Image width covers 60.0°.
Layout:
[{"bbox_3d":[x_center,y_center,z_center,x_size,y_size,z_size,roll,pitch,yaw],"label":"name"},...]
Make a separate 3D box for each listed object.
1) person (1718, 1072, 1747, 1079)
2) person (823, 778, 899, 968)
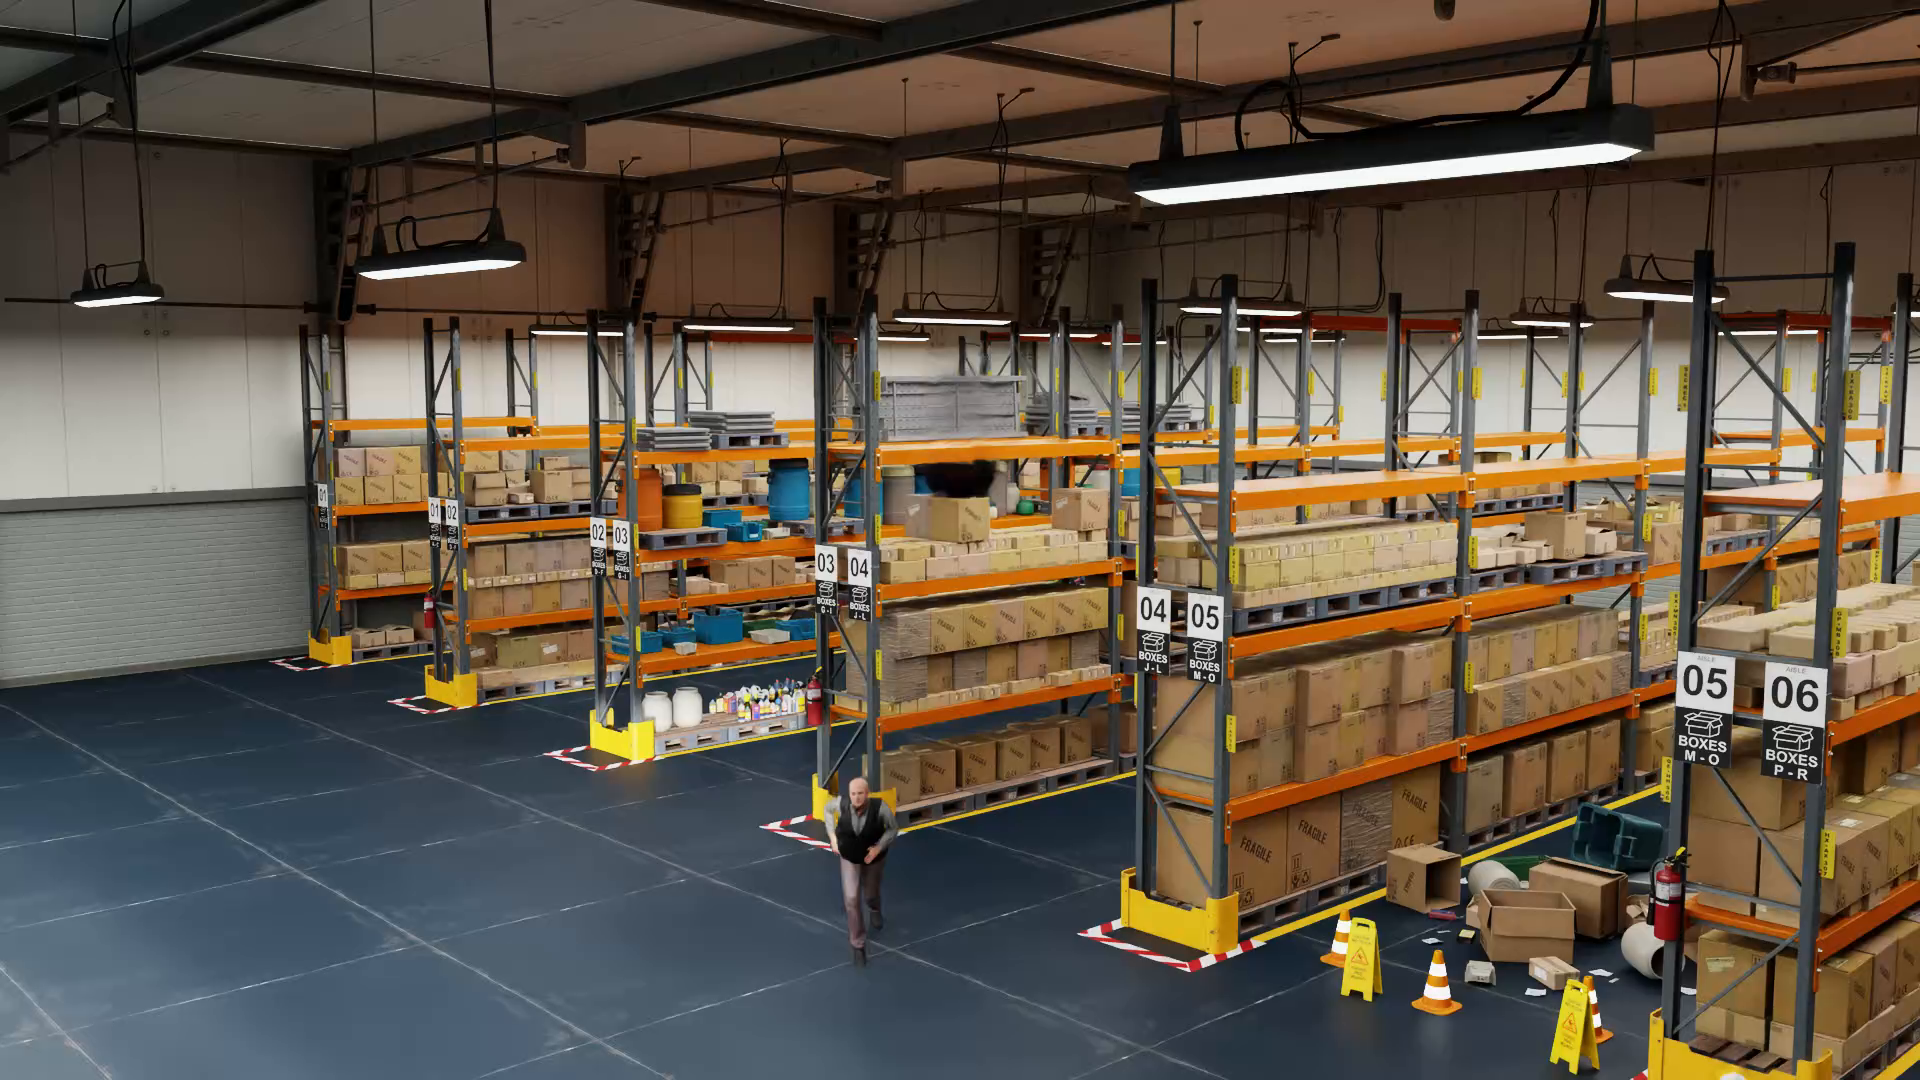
[{"bbox_3d":[3.784,3.455,8.150,0.670,1.789,0.992,3,7,30],"label":"person"},{"bbox_3d":[-0.862,2.871,14.886,0.696,1.676,1.007,1,6,8],"label":"person"}]
